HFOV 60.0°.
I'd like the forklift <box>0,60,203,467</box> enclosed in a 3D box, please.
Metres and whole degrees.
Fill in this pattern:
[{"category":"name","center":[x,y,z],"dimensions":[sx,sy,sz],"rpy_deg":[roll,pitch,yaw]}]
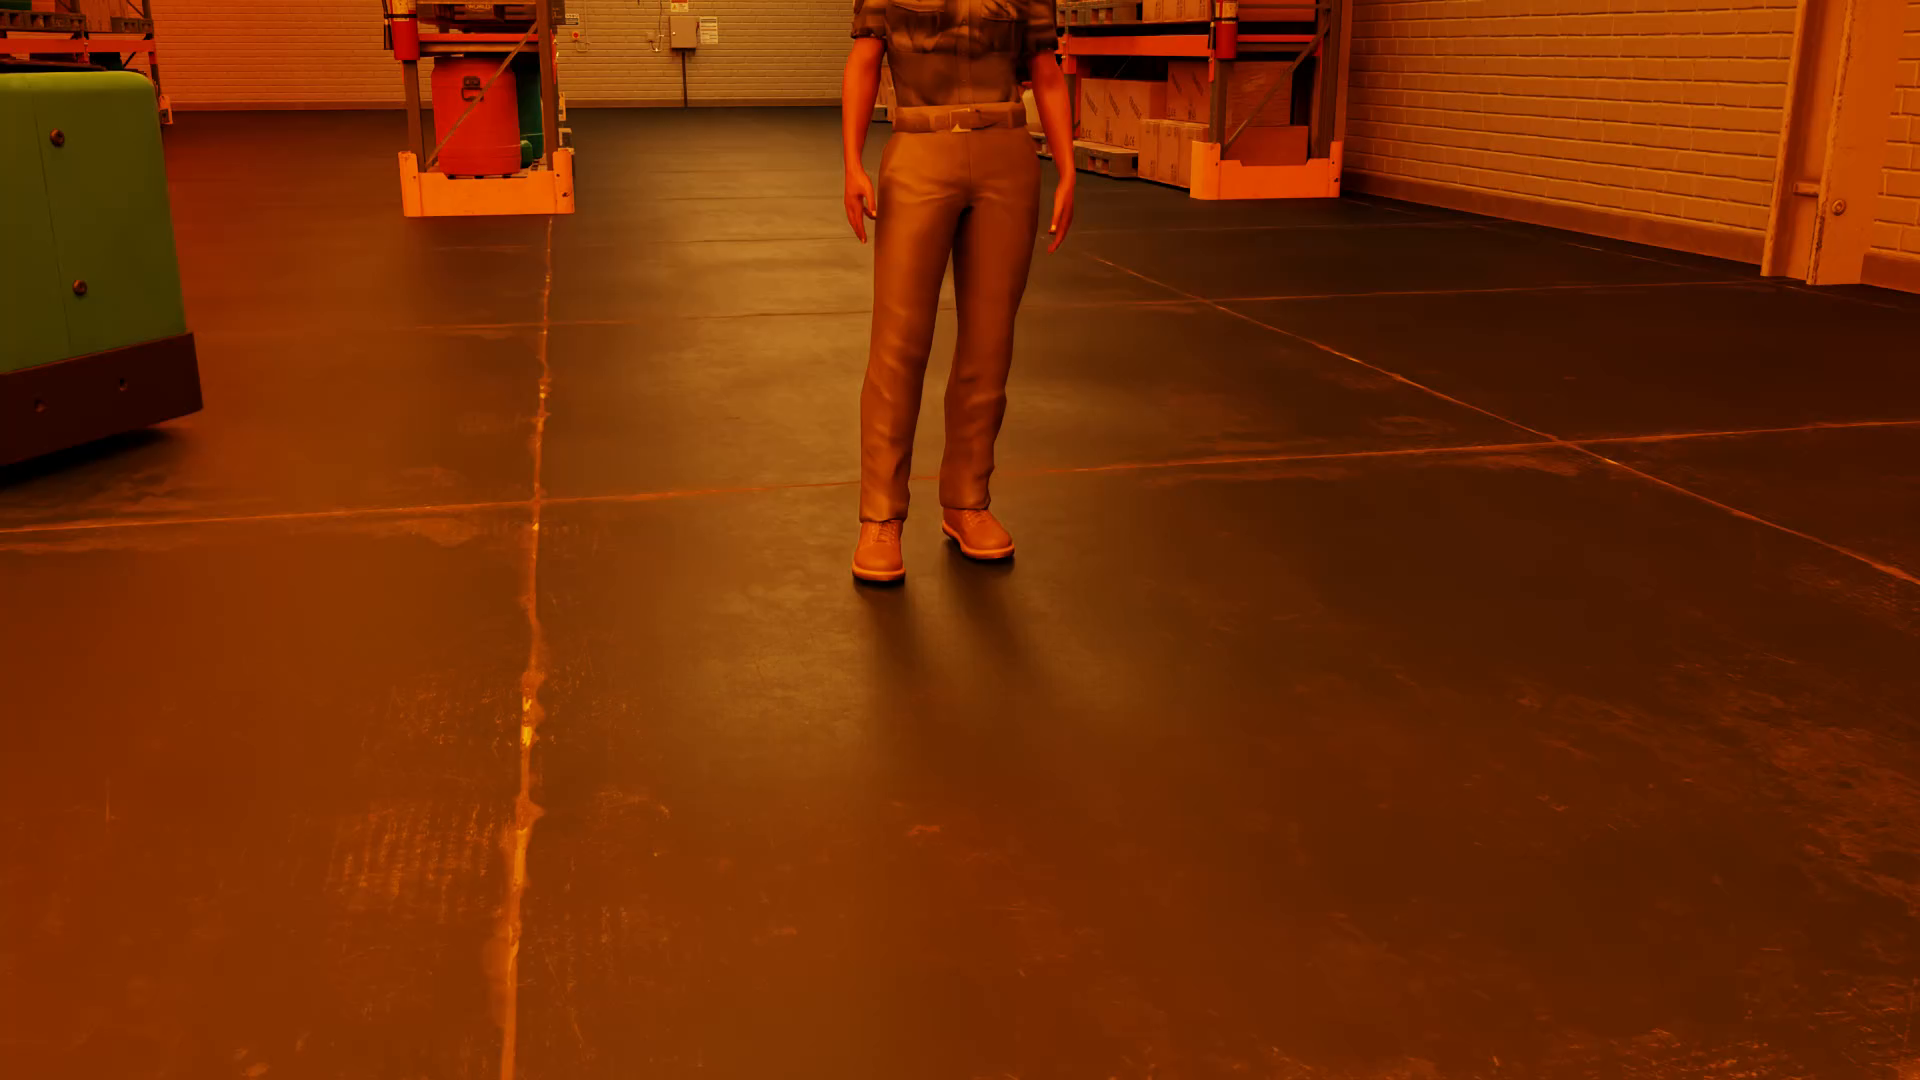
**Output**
[{"category":"forklift","center":[-3.906,-1.735,4.710],"dimensions":[3.031,2.935,1.130],"rpy_deg":[5,17,16]}]

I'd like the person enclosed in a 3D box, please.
[{"category":"person","center":[0.000,-0.775,3.691],"dimensions":[0.569,1.656,0.503],"rpy_deg":[-4,17,-12]}]
